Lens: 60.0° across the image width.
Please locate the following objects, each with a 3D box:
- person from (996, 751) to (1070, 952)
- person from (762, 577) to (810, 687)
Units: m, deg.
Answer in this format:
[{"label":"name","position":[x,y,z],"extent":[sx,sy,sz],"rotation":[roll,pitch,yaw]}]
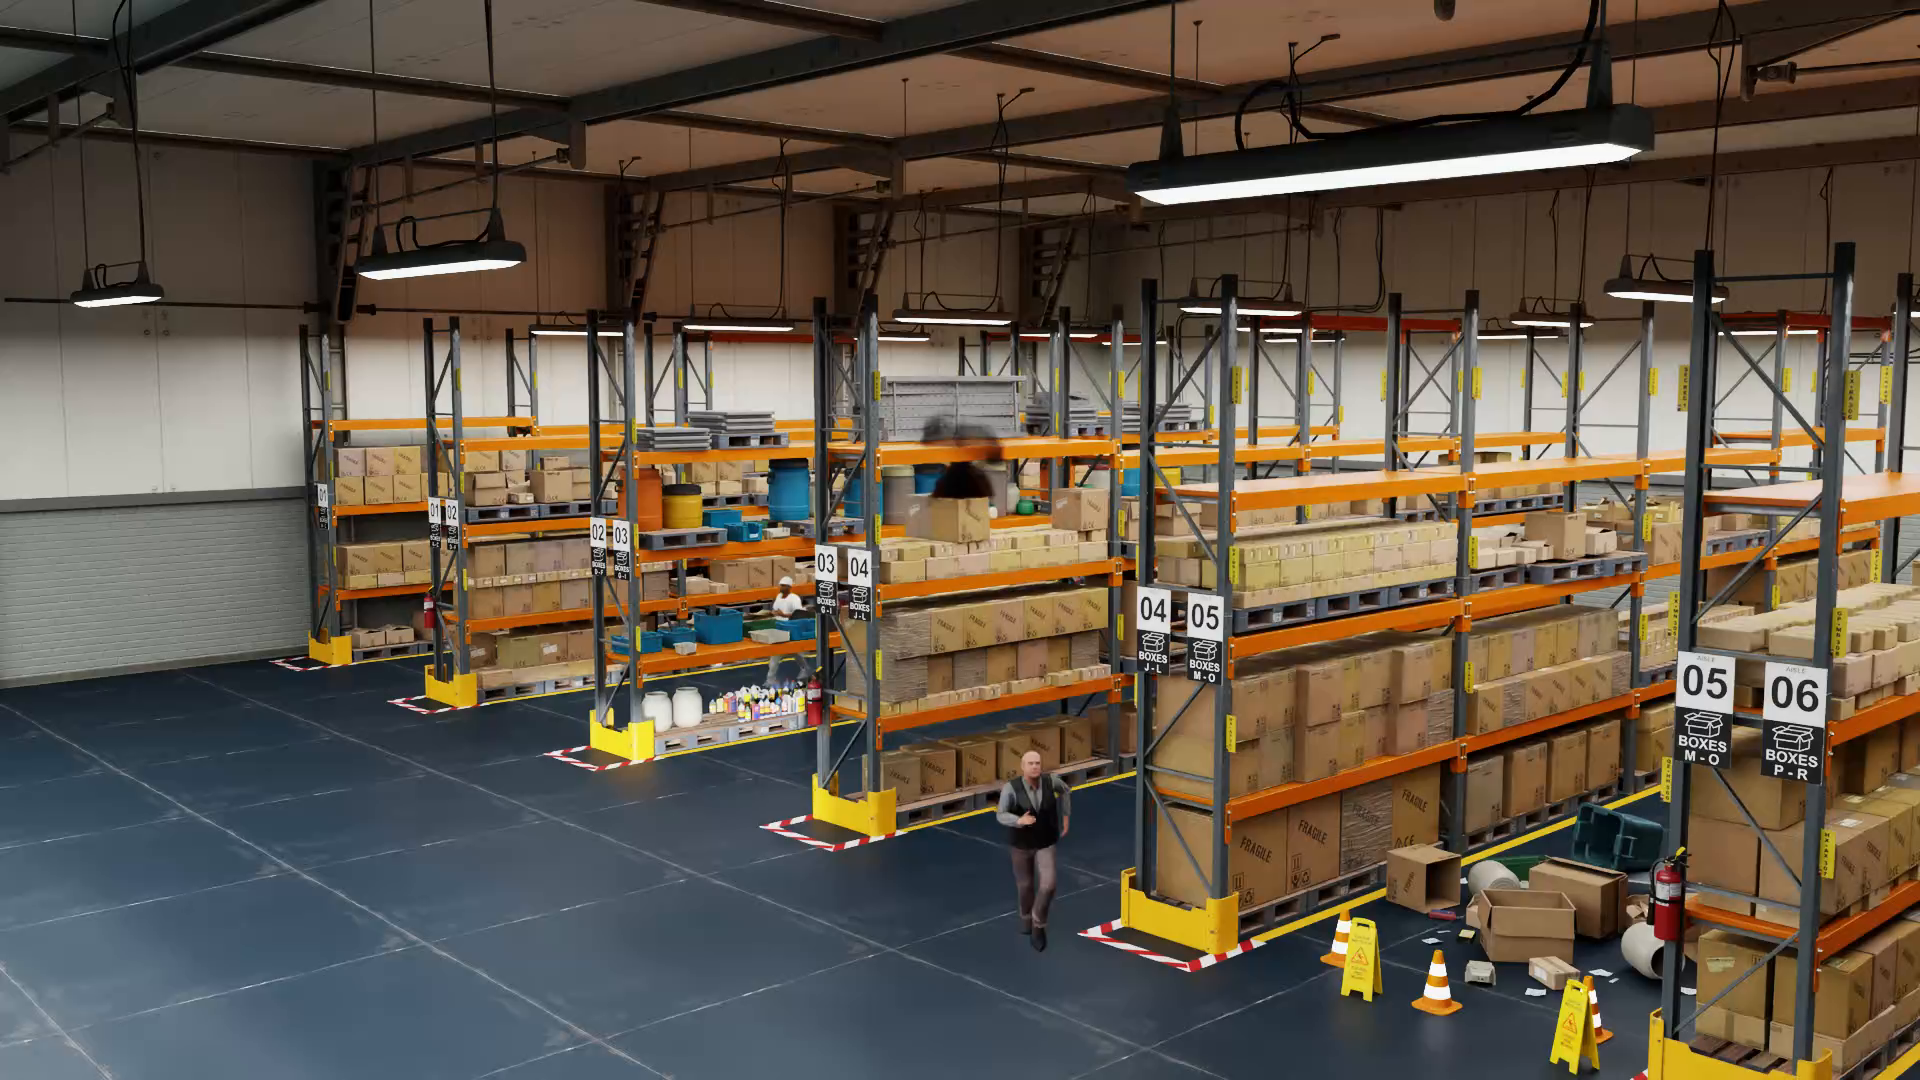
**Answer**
[{"label":"person","position":[0.638,2.645,14.288],"extent":[0.681,1.725,0.815],"rotation":[-1,6,-6]},{"label":"person","position":[-2.878,1.489,27.449],"extent":[0.693,1.778,0.946],"rotation":[5,7,38]}]
